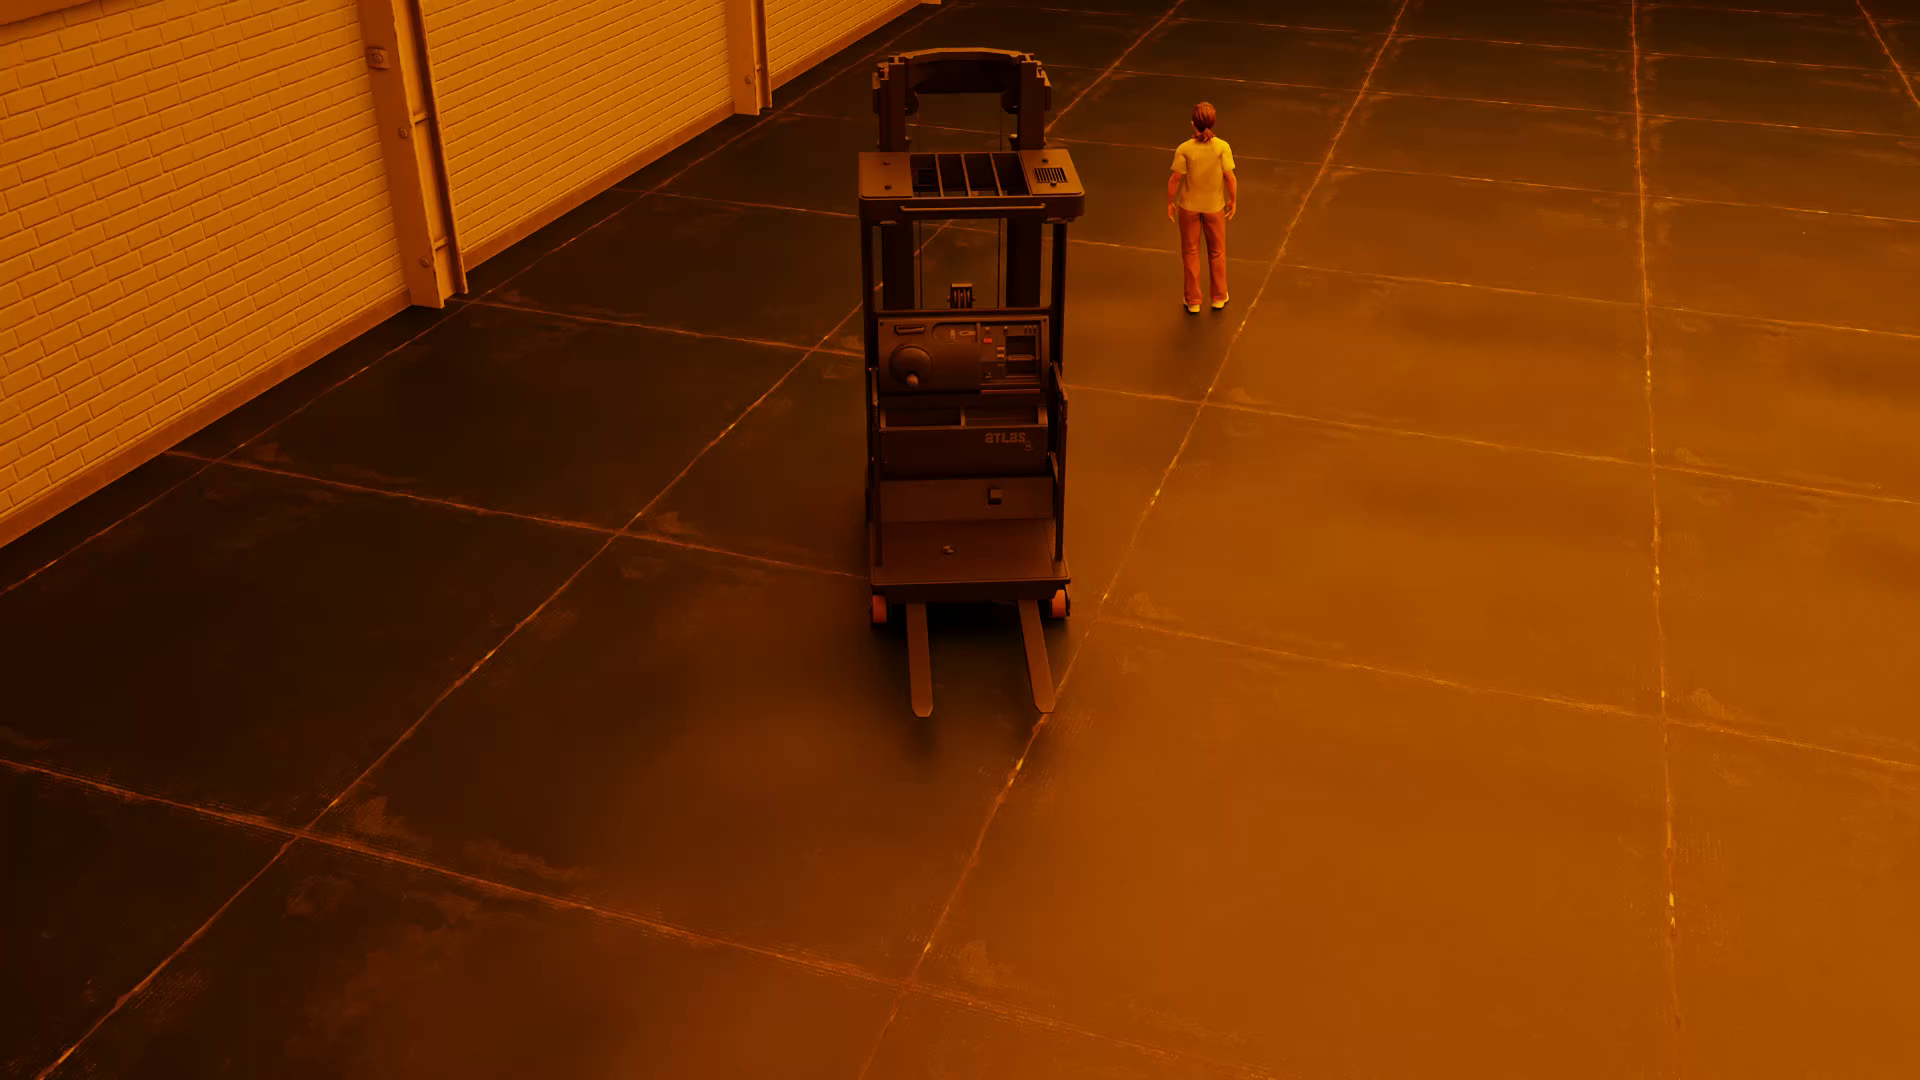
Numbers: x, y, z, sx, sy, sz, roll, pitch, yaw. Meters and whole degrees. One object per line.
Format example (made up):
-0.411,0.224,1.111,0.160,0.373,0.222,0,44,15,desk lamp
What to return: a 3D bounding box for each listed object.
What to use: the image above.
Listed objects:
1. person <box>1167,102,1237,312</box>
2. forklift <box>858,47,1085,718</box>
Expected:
1.885,-2.599,12.949,0.552,1.674,0.549,3,30,6,person
0.035,-0.972,8.842,1.130,2.935,3.031,-2,30,-3,forklift
